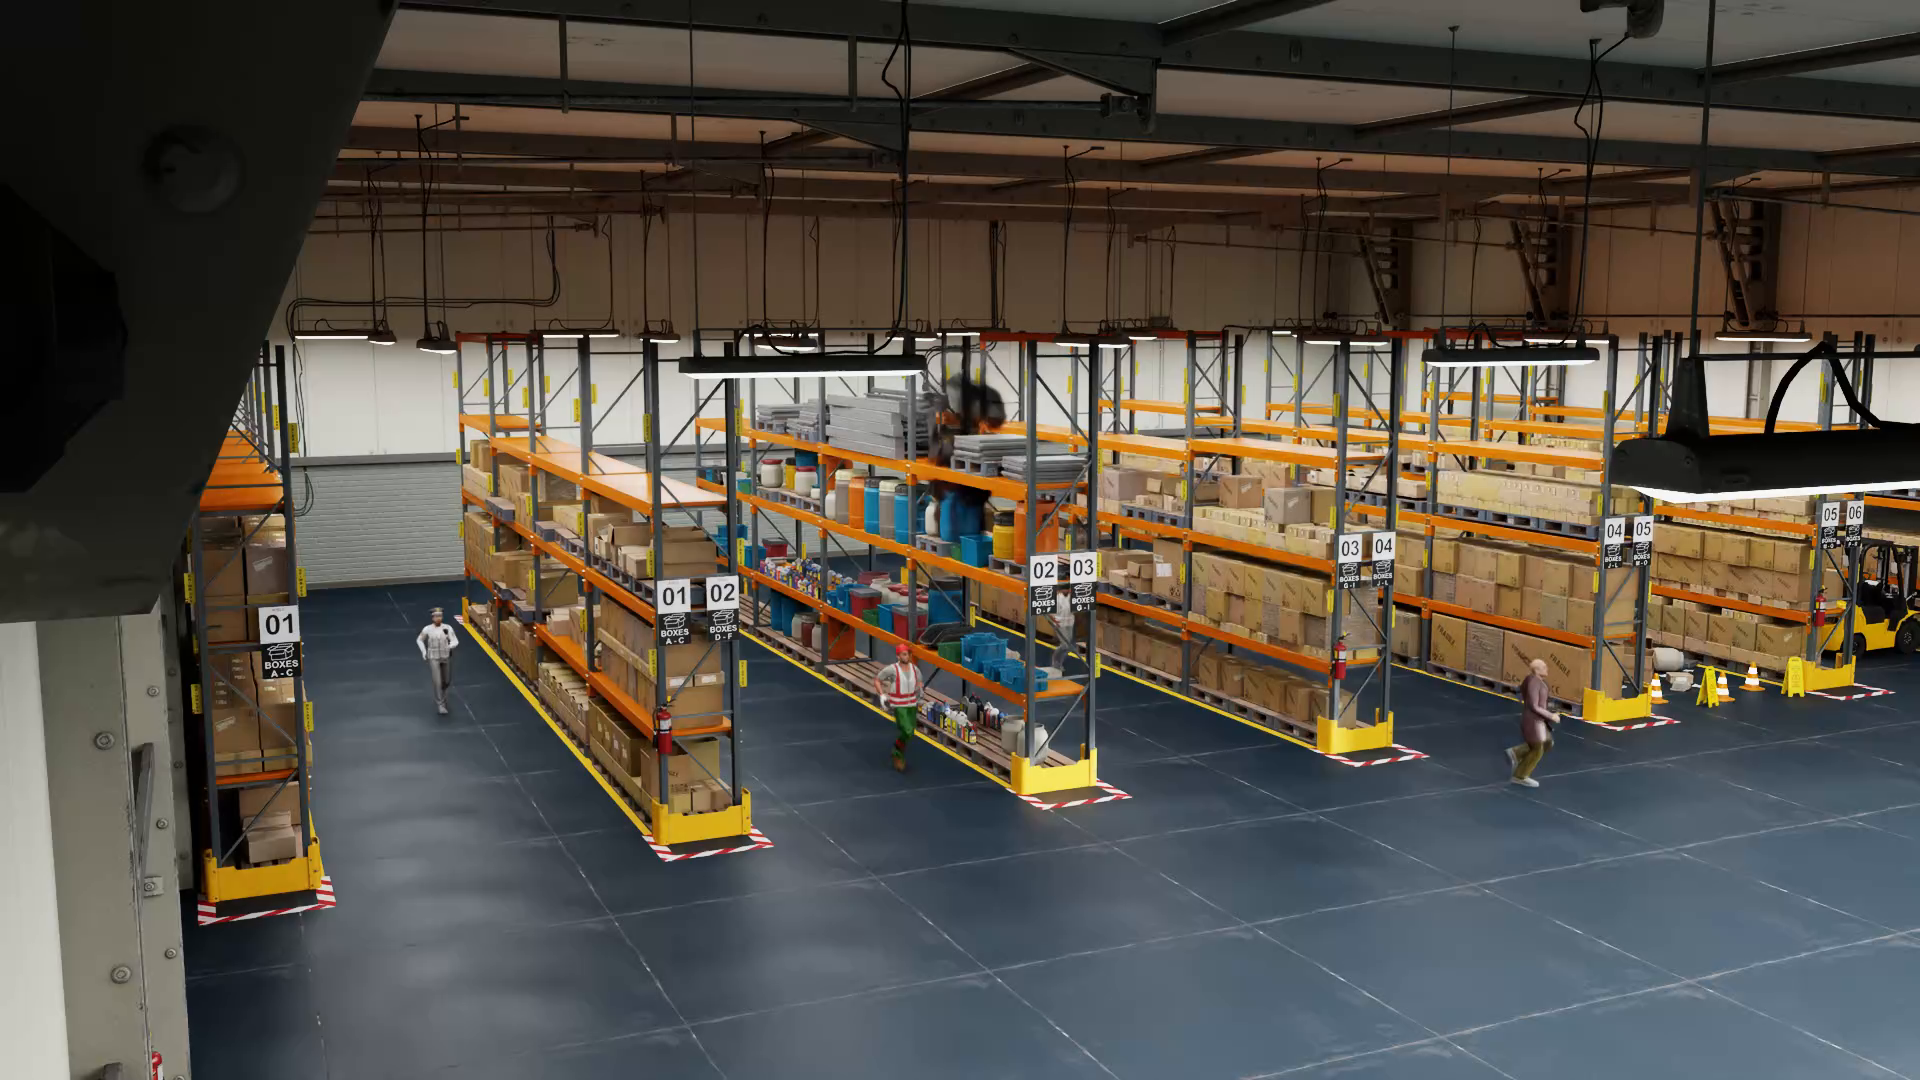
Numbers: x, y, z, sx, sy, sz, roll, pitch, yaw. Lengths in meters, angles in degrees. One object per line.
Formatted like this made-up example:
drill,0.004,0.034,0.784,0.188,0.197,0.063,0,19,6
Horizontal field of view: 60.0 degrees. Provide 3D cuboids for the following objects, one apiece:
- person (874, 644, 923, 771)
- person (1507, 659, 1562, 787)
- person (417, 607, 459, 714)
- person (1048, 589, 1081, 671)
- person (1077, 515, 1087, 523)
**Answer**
person,-0.773,2.330,23.175,0.641,1.773,0.690,-6,10,-37
person,7.770,2.462,22.473,0.699,1.743,0.734,3,8,21
person,-8.374,1.900,26.720,0.624,1.669,0.875,-4,9,-26
person,1.872,1.526,29.557,0.548,1.650,0.580,-5,9,-35
person,2.806,0.241,38.582,0.665,1.800,0.980,-4,9,-27
